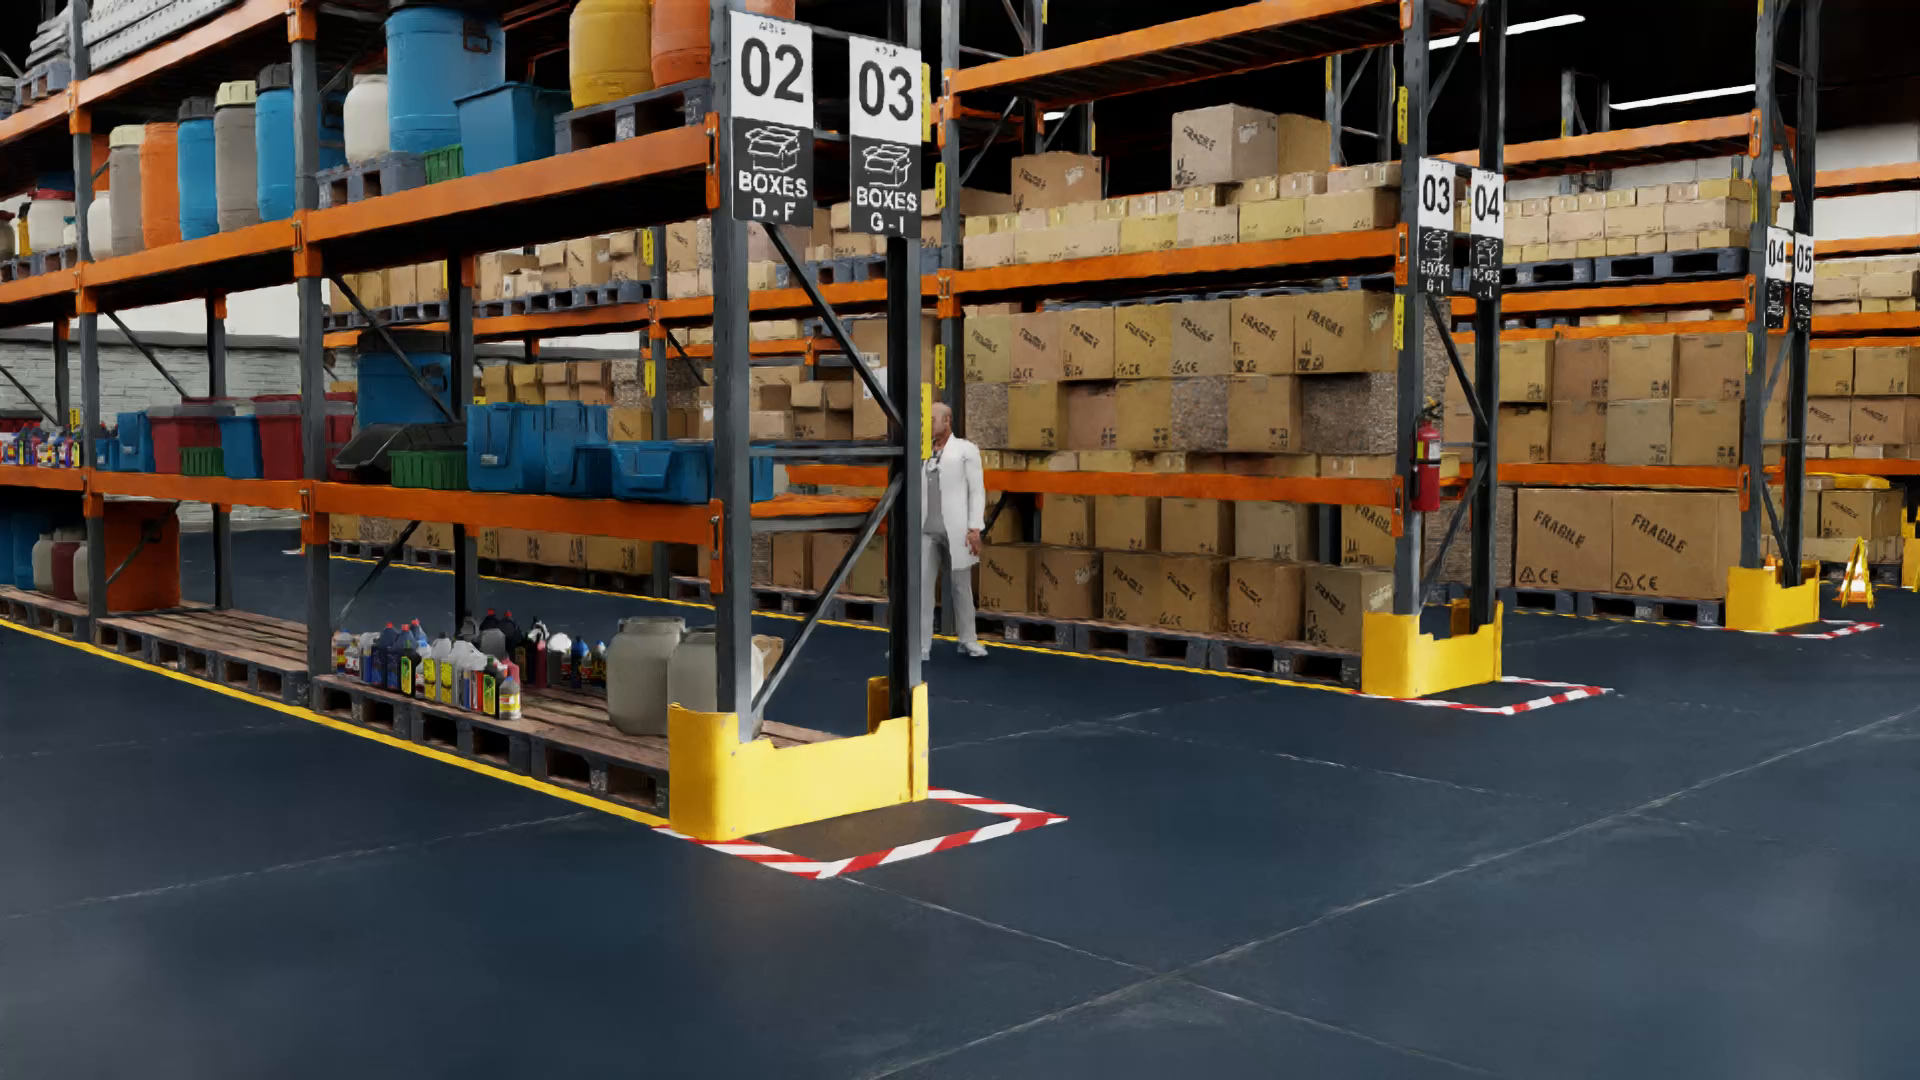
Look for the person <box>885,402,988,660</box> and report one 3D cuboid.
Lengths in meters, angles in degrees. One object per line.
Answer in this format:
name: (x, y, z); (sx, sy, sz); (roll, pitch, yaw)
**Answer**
person: (-0.168, -0.058, 11.446); (0.716, 1.773, 0.688); (2, 4, 22)
